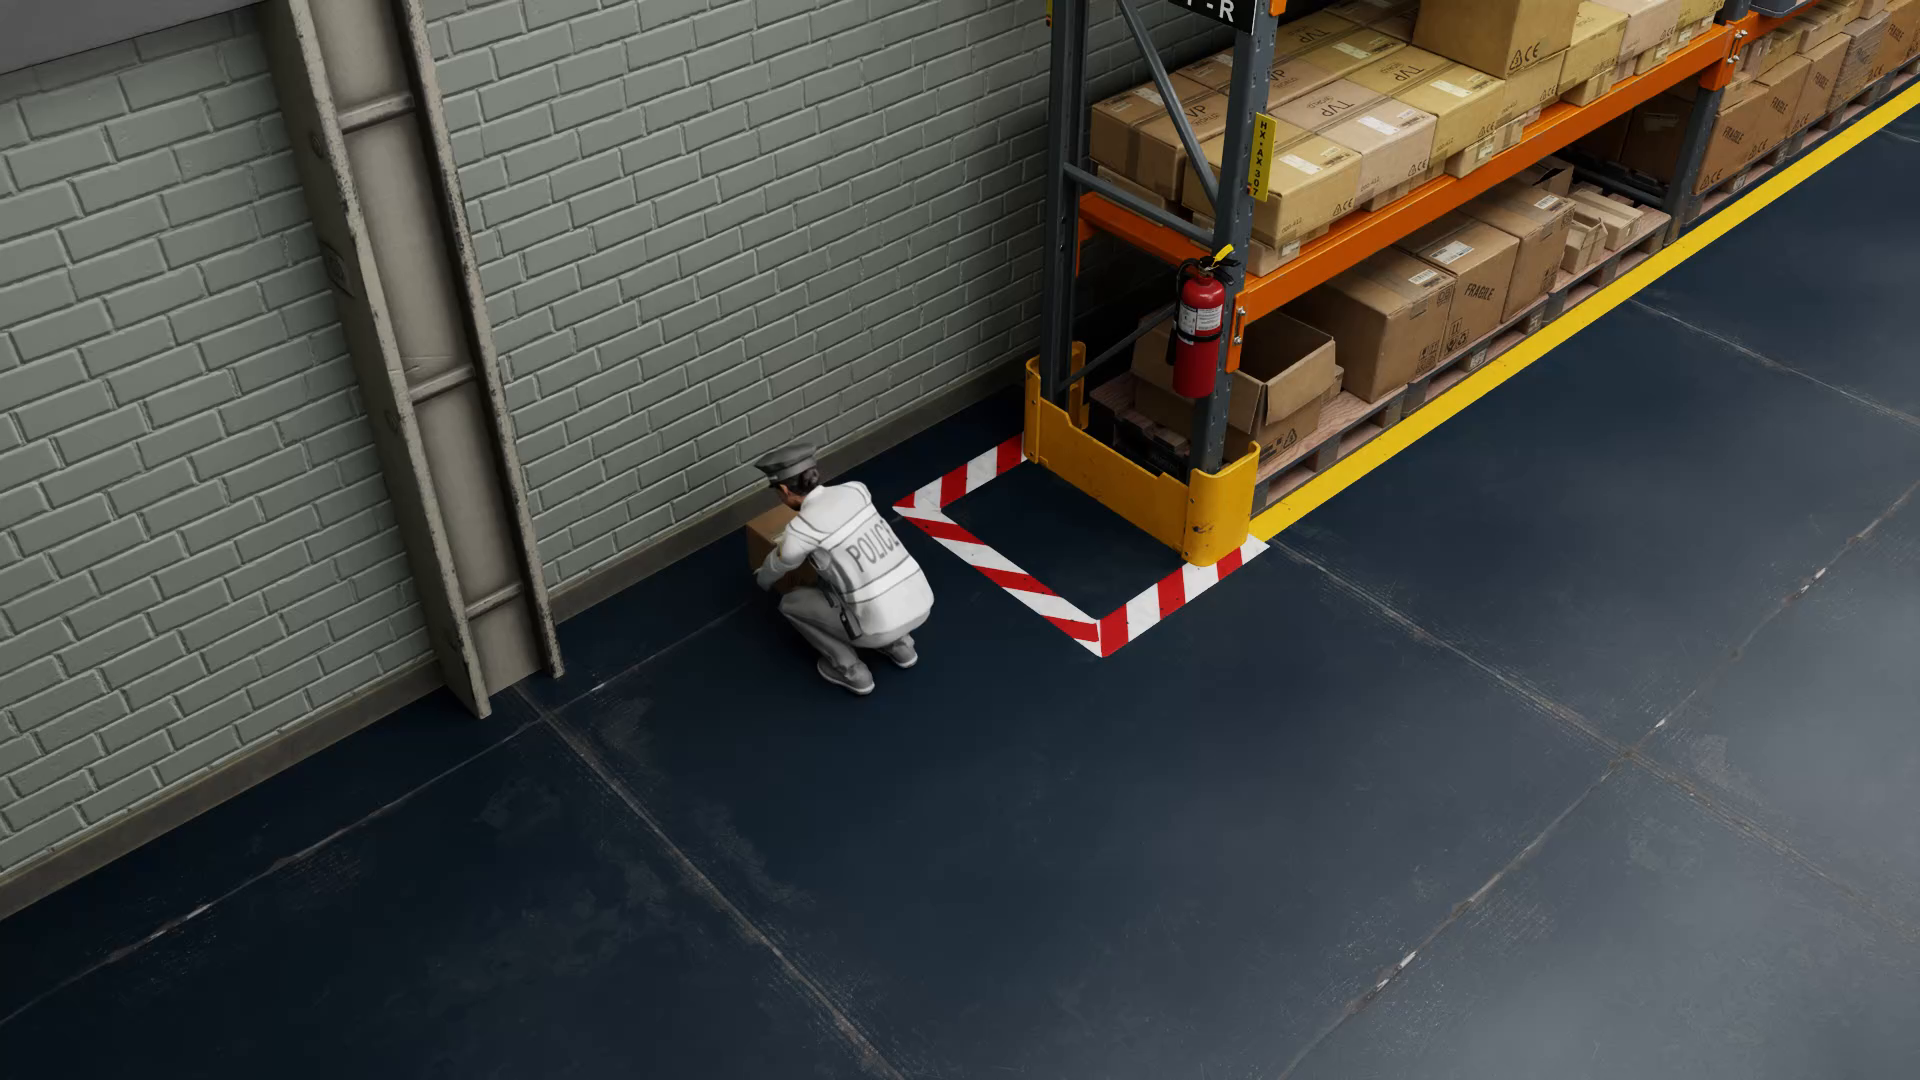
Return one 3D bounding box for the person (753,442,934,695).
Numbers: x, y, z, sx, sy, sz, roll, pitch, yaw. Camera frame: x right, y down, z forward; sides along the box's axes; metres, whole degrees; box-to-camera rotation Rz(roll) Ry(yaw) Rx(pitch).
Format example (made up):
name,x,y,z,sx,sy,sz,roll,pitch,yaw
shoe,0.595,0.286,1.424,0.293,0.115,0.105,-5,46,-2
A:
name,x,y,z,sx,sy,sz,roll,pitch,yaw
person,-0.477,0.079,6.622,0.492,0.960,0.833,-31,49,-31
